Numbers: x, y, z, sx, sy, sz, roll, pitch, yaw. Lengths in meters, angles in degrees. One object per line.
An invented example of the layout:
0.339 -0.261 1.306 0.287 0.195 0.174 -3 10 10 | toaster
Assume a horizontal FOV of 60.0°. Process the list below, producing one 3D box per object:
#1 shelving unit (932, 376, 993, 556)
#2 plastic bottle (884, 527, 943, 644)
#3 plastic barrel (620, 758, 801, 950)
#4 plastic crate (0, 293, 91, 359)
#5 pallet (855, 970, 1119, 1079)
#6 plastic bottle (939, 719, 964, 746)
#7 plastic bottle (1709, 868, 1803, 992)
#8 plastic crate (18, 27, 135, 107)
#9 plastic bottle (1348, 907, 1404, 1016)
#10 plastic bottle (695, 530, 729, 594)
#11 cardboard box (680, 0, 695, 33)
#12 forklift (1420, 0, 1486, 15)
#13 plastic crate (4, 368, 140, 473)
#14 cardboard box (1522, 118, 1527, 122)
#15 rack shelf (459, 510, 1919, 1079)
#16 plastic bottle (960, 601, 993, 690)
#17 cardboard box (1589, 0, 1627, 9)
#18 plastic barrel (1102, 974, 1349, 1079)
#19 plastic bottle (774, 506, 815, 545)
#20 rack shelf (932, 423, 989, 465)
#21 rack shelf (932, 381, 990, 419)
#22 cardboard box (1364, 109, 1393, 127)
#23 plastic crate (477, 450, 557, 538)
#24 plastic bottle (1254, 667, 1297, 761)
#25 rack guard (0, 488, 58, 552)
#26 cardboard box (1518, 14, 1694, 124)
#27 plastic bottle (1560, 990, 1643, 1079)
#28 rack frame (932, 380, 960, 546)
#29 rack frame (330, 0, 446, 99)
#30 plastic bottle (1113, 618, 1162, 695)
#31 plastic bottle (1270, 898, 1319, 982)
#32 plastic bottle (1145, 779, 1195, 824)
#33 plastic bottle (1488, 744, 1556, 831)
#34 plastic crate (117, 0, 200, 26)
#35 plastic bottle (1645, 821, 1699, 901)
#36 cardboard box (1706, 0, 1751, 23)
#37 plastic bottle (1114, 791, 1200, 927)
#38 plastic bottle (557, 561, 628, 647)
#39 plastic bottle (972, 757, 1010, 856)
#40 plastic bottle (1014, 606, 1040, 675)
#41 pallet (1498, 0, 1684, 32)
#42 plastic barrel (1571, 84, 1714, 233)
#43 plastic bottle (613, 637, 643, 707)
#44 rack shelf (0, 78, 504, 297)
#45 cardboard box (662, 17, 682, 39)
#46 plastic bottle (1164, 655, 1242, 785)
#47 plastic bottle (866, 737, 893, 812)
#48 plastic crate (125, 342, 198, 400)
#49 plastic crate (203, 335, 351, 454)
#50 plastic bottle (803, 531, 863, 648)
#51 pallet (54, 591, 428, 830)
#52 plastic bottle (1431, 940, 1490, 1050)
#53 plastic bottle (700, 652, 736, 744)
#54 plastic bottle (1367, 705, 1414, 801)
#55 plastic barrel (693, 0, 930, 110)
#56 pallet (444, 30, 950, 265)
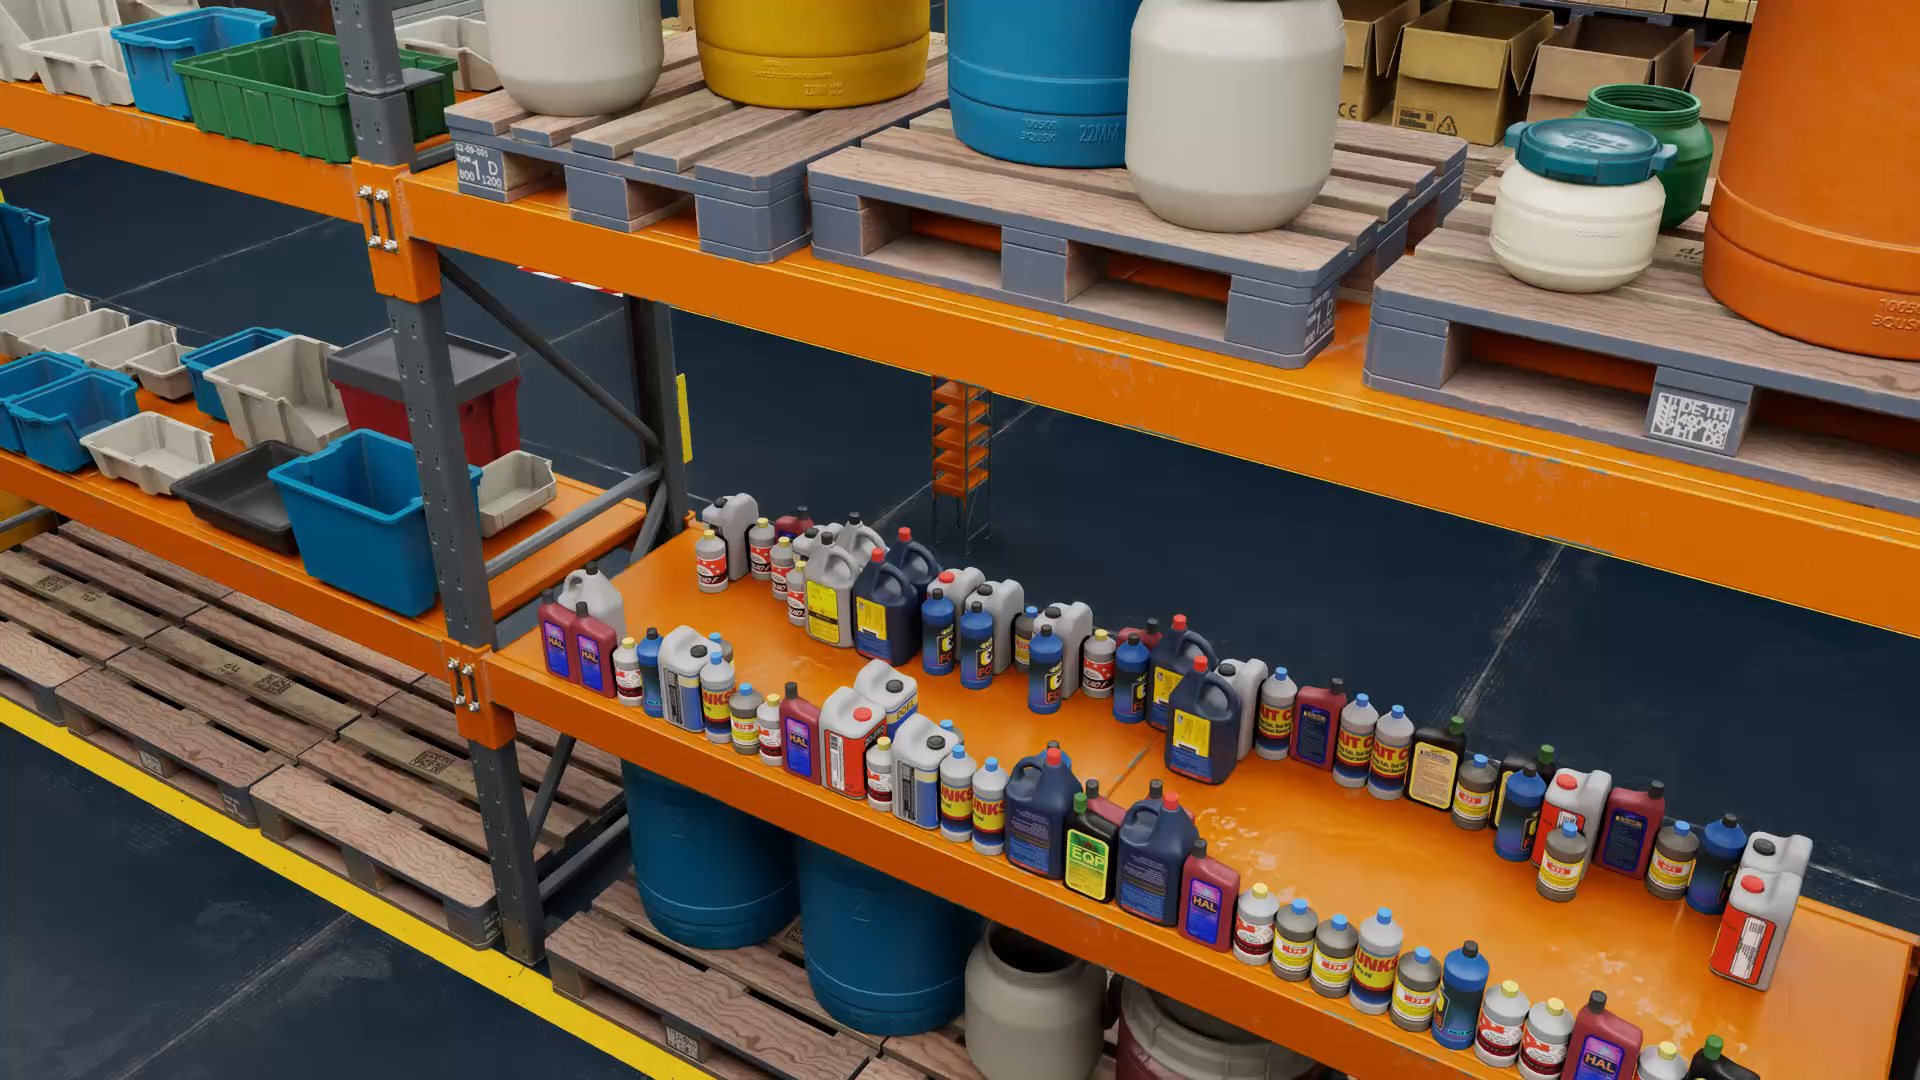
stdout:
0.012 -0.514 7.941 0.189 1.200 0.258 18 35 27 | shelving unit
-0.148 0.128 5.102 0.185 0.351 0.144 18 35 27 | plastic bottle
-0.805 0.829 5.518 0.708 0.901 0.600 18 35 27 | plastic barrel
-3.858 -0.892 7.004 0.243 0.136 0.396 18 35 27 | plastic crate
0.412 1.706 5.116 1.213 0.211 1.003 18 35 27 | pallet
-0.036 0.575 4.484 0.097 0.201 0.097 0 30 0 | plastic bottle
1.855 0.887 3.876 0.135 0.276 0.152 18 35 27 | plastic bottle
-2.537 -1.409 4.974 0.466 0.136 0.293 18 35 27 | plastic crate
0.948 0.947 3.778 0.097 0.271 0.097 0 30 0 | plastic bottle
-0.802 0.062 5.363 0.097 0.201 0.097 0 30 0 | plastic bottle
-1.325 -3.244 9.944 0.500 0.500 0.500 17 34 26 | cardboard box
3.376 -3.059 10.585 3.031 2.935 1.130 16 34 25 | forklift
-3.242 -0.435 6.125 0.300 0.233 0.416 18 35 27 | plastic crate
2.779 -1.925 8.474 0.500 0.500 0.500 17 34 27 | cardboard box
0.437 0.797 4.620 4.000 0.370 1.077 18 35 27 | rack shelf
0.049 0.301 4.885 0.097 0.271 0.097 0 30 0 | plastic bottle
4.635 -3.884 11.763 0.250 0.149 0.380 18 35 28 | cardboard box
0.751 1.456 4.753 0.708 0.588 0.600 18 35 27 | plastic barrel
-0.531 0.011 5.370 0.133 0.283 0.061 18 35 27 | plastic bottle
0.012 -0.476 7.963 0.180 0.103 0.258 18 35 27 | rack shelf
0.012 -0.683 7.842 0.180 0.103 0.258 18 35 27 | rack shelf
2.059 -1.842 8.332 0.500 0.500 0.500 18 35 27 | cardboard box
-1.575 -0.147 5.727 0.243 0.136 0.396 18 35 27 | plastic crate
0.874 0.472 4.592 0.097 0.271 0.097 0 30 0 | plastic bottle
-4.672 -0.042 7.826 0.348 0.500 1.175 18 35 27 | rack guard
3.031 -2.123 7.818 0.637 0.503 0.797 19 35 29 | cardboard box
1.366 1.085 3.530 0.133 0.283 0.061 18 35 27 | plastic bottle
-0.065 -0.539 7.983 0.006 1.200 0.240 18 35 27 | rack frame
-1.257 -2.640 3.846 0.127 3.000 1.000 18 35 27 | rack frame
0.516 0.343 4.802 0.133 0.283 0.061 18 35 27 | plastic bottle
0.783 0.925 3.885 0.097 0.201 0.097 0 30 0 | plastic bottle
0.513 0.729 4.139 0.133 0.283 0.061 18 35 27 | plastic bottle
1.455 0.640 4.293 0.133 0.283 0.061 18 35 27 | plastic bottle
-2.763 -1.855 5.738 0.530 0.136 0.437 18 35 27 | plastic crate
1.770 0.786 4.124 0.097 0.201 0.097 0 30 0 | plastic bottle
5.296 -3.676 11.408 0.250 0.149 0.380 17 34 26 | cardboard box
0.481 0.751 4.035 0.185 0.351 0.144 18 35 27 | plastic bottle
-1.097 0.216 4.953 0.185 0.351 0.144 18 35 27 | plastic bottle
0.079 0.672 4.249 0.097 0.271 0.097 0 30 0 | plastic bottle
0.212 0.293 4.969 0.097 0.201 0.097 0 30 0 | plastic bottle
4.669 -3.903 12.154 1.213 0.211 1.003 18 35 27 | pallet
1.356 -0.770 3.353 0.294 0.245 0.294 0 30 0 | plastic barrel
-0.953 0.376 4.826 0.097 0.201 0.097 0 30 0 | plastic bottle
-2.951 -1.570 5.701 4.000 0.370 1.077 18 35 27 | rack shelf
-1.749 -3.055 10.363 0.500 0.250 0.500 17 34 26 | cardboard box
0.661 0.475 4.508 0.185 0.351 0.144 18 35 27 | plastic bottle
-0.200 0.614 4.418 0.097 0.201 0.097 0 30 0 | plastic bottle
-3.111 -0.672 6.628 0.250 0.136 0.298 18 35 27 | plastic crate
-2.452 -0.512 6.208 0.530 0.282 0.437 18 35 27 | plastic crate
-0.381 0.140 5.082 0.185 0.351 0.144 18 35 27 | plastic bottle
-2.938 0.648 6.929 1.213 0.211 1.003 18 35 27 | pallet
1.113 0.999 3.689 0.097 0.271 0.097 0 30 0 | plastic bottle
-0.674 0.434 4.657 0.097 0.271 0.097 0 30 0 | plastic bottle
1.152 0.560 4.441 0.097 0.271 0.097 0 30 0 | plastic bottle
-0.376 -1.450 4.178 0.600 0.588 0.600 0 30 0 | plastic barrel
-0.541 -1.095 4.361 1.003 0.211 1.213 18 35 27 | pallet
